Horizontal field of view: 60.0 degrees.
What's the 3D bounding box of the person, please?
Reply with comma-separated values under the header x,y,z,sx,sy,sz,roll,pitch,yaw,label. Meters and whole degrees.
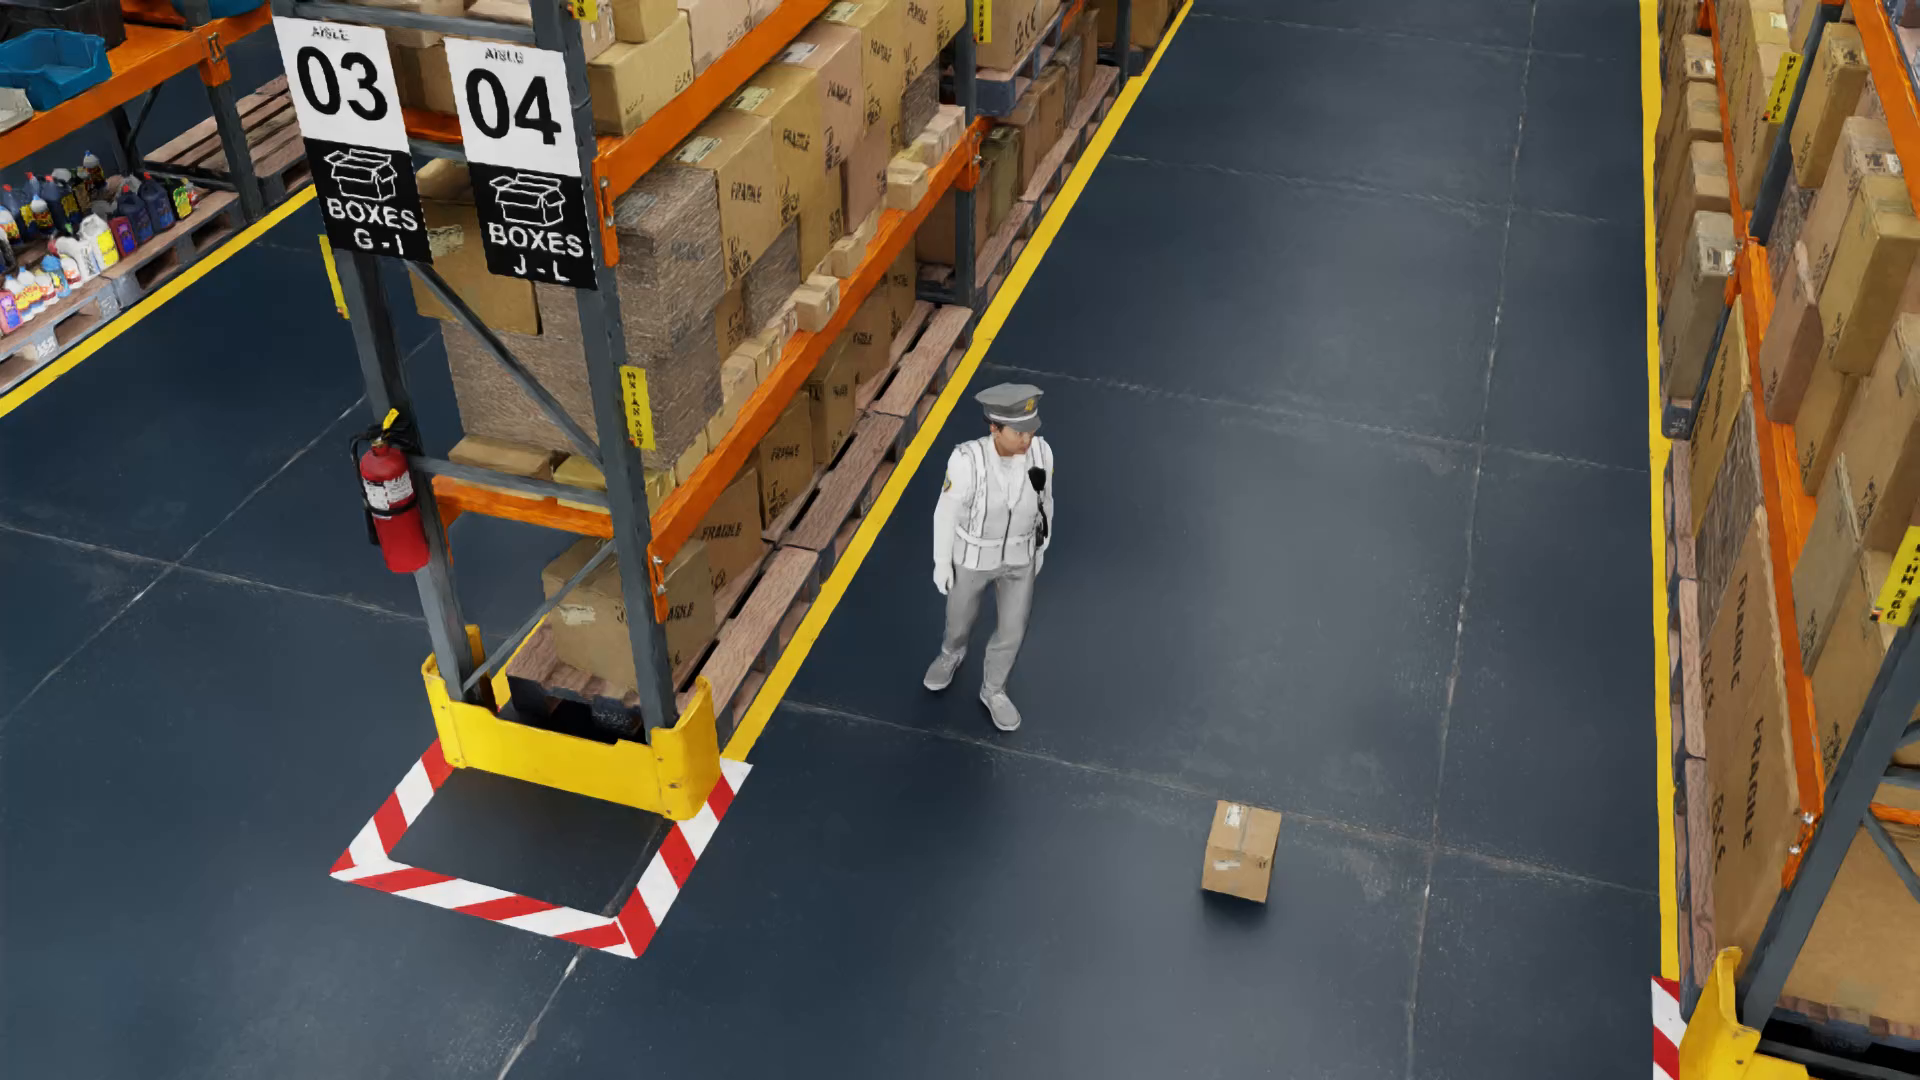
x,y,z,sx,sy,sz,roll,pitch,yaw,label
0.116,0.020,6.856,0.525,1.667,0.530,-9,38,-12,person
